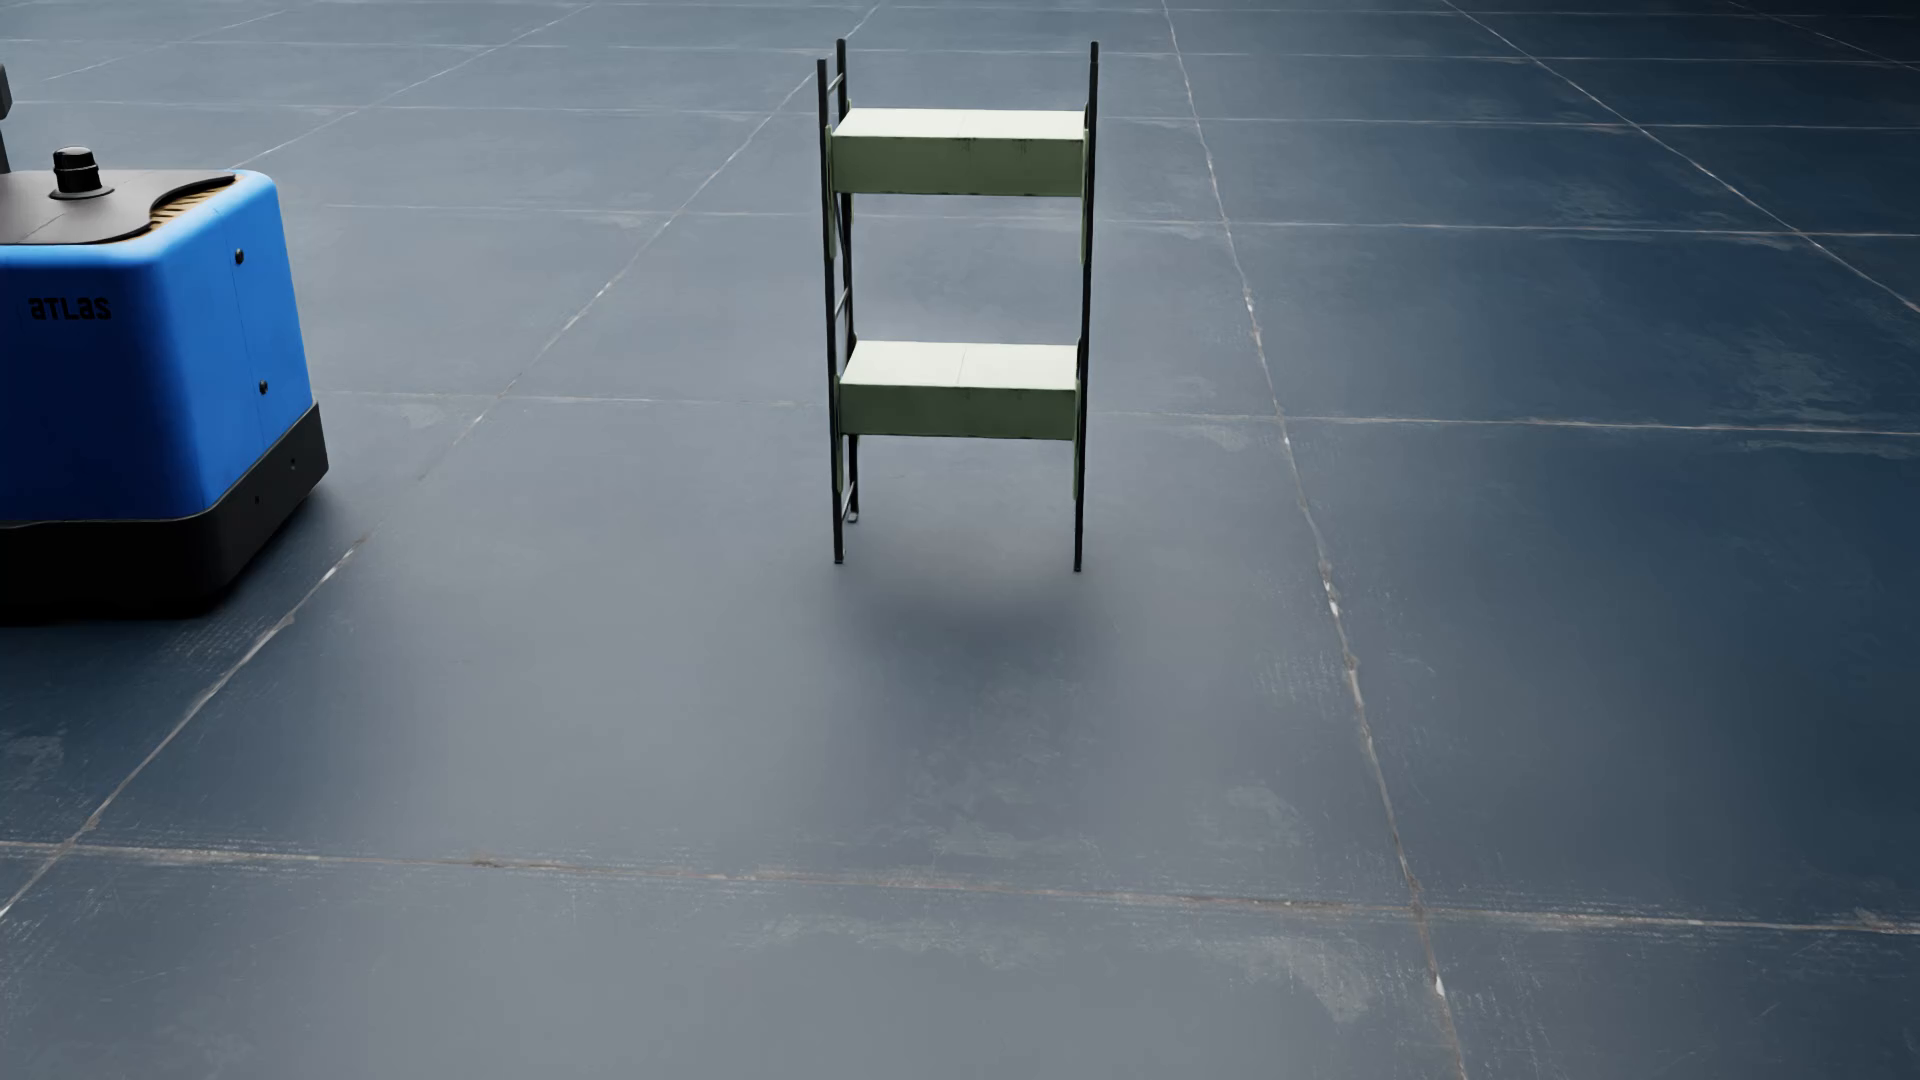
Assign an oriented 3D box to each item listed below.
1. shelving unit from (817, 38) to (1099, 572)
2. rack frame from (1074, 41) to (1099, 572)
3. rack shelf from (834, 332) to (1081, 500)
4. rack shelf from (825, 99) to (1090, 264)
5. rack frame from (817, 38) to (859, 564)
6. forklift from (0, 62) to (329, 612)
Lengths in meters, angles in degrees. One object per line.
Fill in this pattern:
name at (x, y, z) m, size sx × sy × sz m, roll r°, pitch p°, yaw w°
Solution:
shelving unit at (0.007, -0.681, 4.936) m, size 0.755 × 1.500 × 0.431 m, roll 2°, pitch 25°, yaw 4°
rack frame at (0.372, -0.669, 4.911) m, size 0.023 × 1.500 × 0.400 m, roll 2°, pitch 25°, yaw 4°
rack shelf at (0.007, -0.385, 5.072) m, size 0.720 × 0.370 × 0.431 m, roll 2°, pitch 25°, yaw 4°
rack shelf at (0.007, -1.036, 4.773) m, size 0.720 × 0.370 × 0.431 m, roll 2°, pitch 25°, yaw 4°
rack frame at (-0.358, -0.693, 4.961) m, size 0.023 × 1.500 × 0.400 m, roll 2°, pitch 25°, yaw 4°
forklift at (-3.630, -1.312, 4.596) m, size 3.031 × 2.935 × 1.130 m, roll 0°, pitch 25°, yaw -1°
